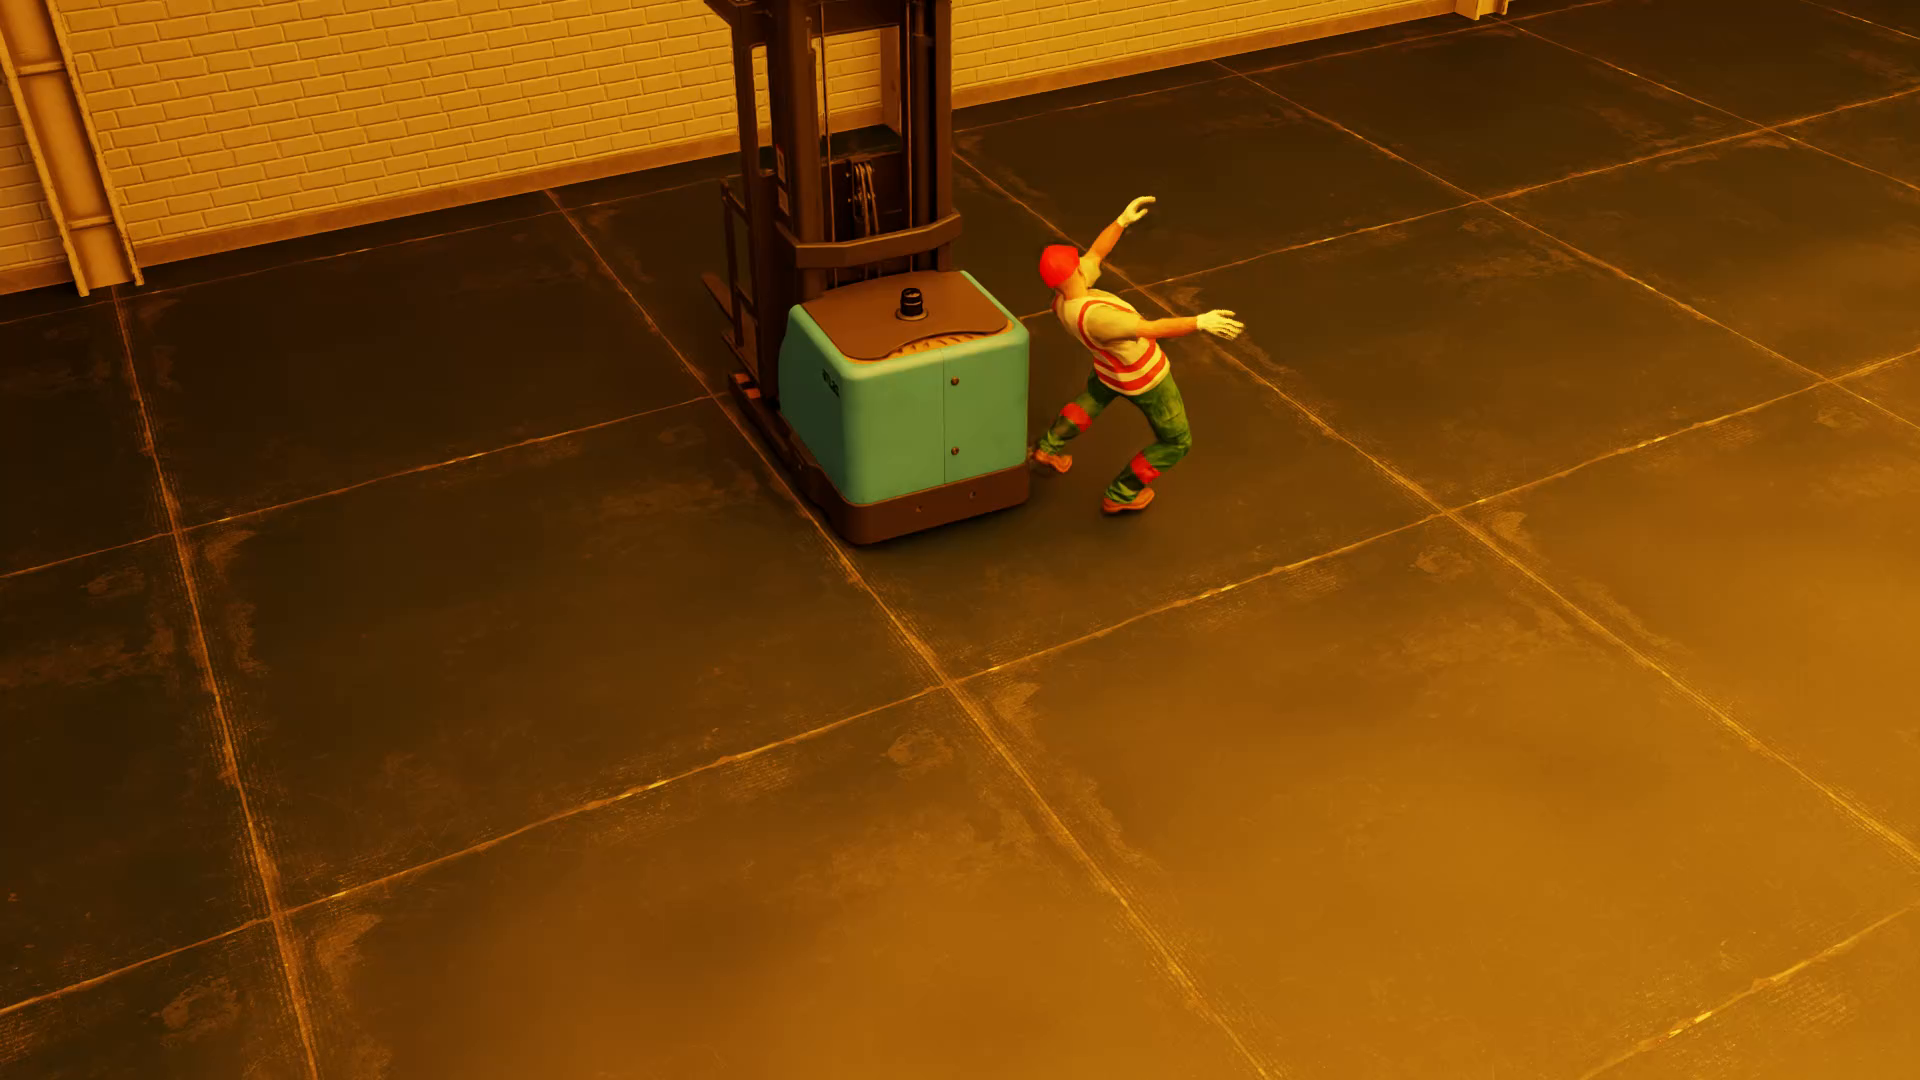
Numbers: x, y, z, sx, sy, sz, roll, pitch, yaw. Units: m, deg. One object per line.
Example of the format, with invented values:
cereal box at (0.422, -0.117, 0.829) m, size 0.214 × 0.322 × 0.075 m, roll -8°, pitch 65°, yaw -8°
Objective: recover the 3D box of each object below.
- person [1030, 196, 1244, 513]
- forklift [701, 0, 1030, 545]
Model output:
person at (0.864, -0.814, 8.370) m, size 0.694 × 1.602 × 1.079 m, roll -23°, pitch 41°, yaw -29°
forklift at (-0.716, -2.014, 8.972) m, size 1.130 × 2.935 × 3.031 m, roll -15°, pitch 38°, yaw -20°
